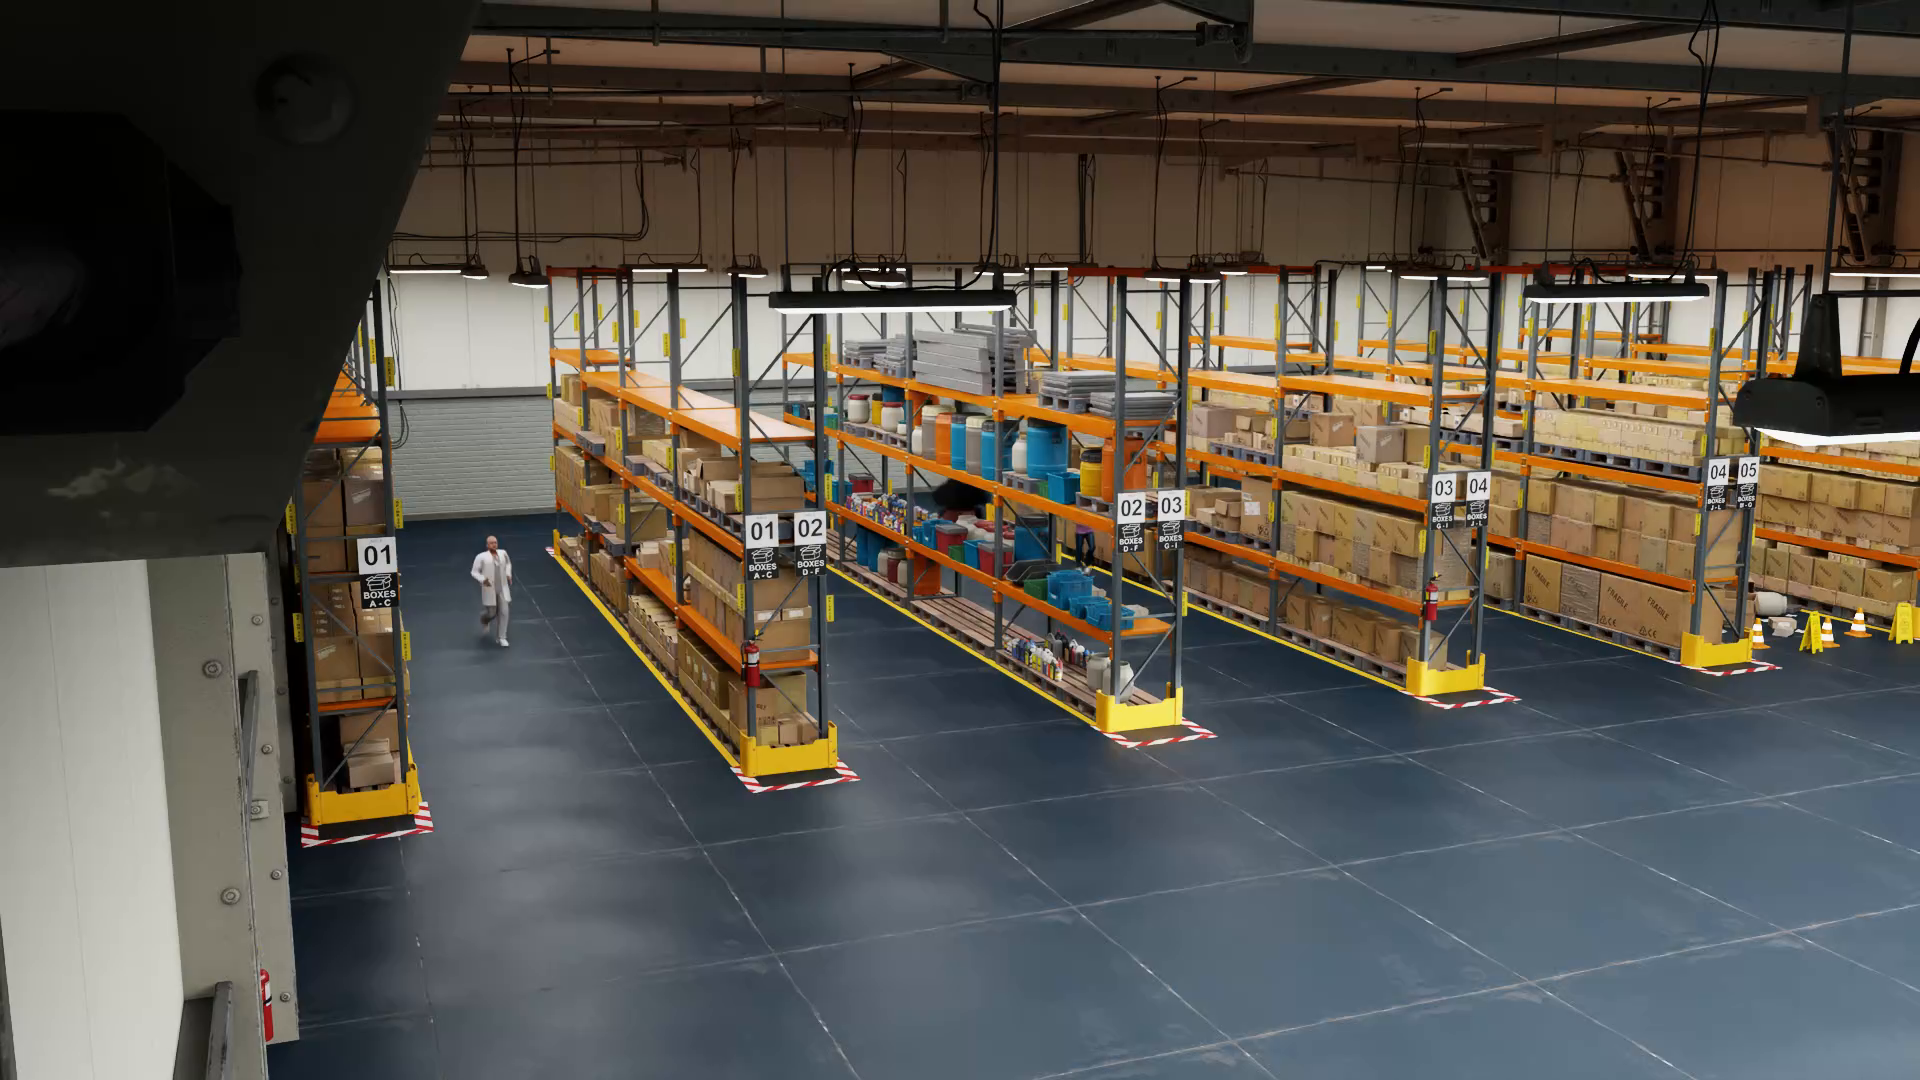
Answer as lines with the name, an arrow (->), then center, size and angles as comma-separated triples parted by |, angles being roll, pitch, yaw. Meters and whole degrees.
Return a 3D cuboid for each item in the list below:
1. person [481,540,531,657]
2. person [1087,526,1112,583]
person -> -7.137, 0.880, 26.300 | 0.689, 1.775, 1.053 | -6, 12, -33
person -> 2.647, 0.023, 30.337 | 0.542, 1.569, 0.496 | -4, 11, -24
